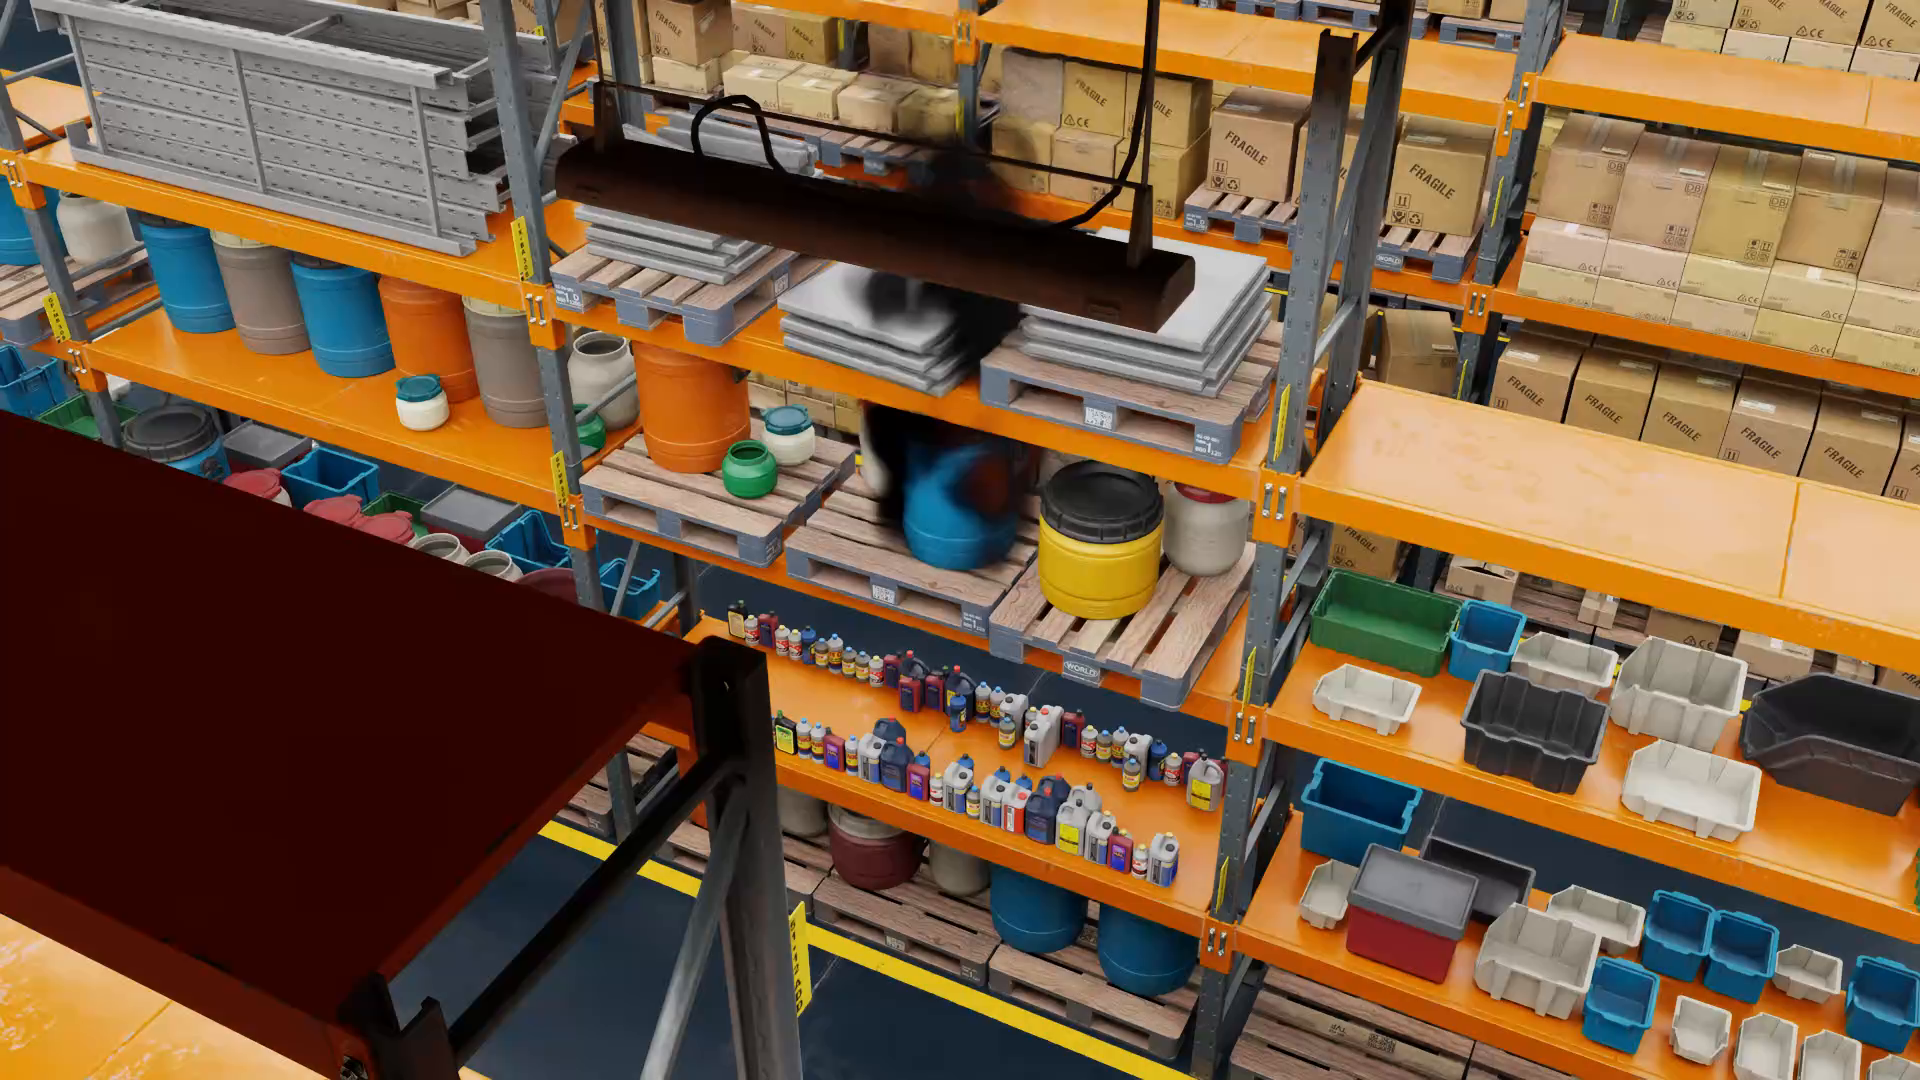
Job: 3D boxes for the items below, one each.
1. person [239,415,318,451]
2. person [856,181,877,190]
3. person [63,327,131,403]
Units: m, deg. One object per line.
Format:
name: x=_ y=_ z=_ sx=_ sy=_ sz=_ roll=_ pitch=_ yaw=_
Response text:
person: x=-6.061 y=-1.302 z=14.337 sx=0.857 sy=1.609 sz=0.559 roll=10 pitch=36 yaw=13
person: x=-0.934 y=-2.803 z=16.395 sx=0.658 sy=1.723 sz=0.684 roll=17 pitch=39 yaw=23
person: x=-7.415 y=-1.337 z=14.354 sx=0.583 sy=1.629 sz=0.592 roll=11 pitch=37 yaw=15
